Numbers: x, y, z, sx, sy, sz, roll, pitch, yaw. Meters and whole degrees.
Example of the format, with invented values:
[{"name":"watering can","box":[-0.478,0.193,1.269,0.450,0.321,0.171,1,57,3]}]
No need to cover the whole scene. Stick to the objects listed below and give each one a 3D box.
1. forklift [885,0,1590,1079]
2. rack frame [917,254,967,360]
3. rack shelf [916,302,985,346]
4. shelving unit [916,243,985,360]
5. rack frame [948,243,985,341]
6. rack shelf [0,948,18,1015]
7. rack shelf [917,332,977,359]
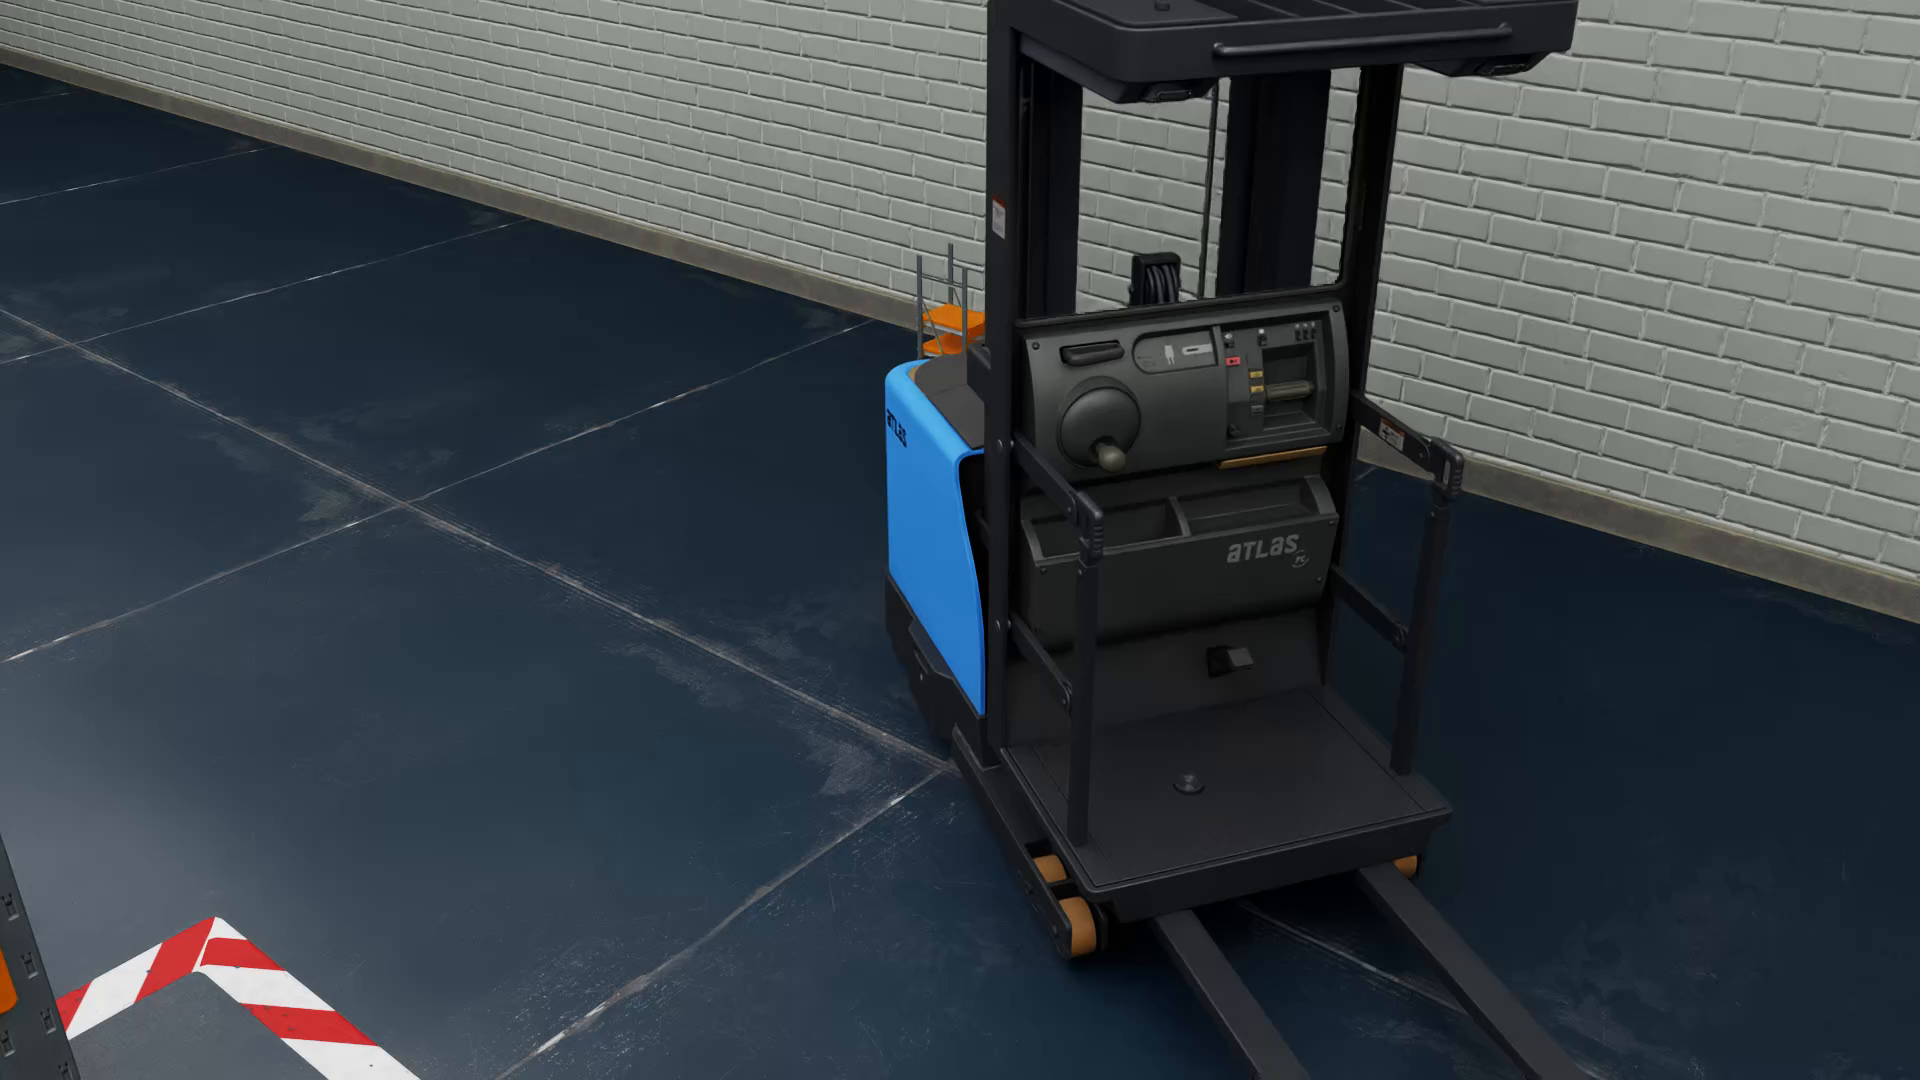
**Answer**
[{"name":"forklift","box":[0.691,-0.372,4.278,1.130,2.935,3.031,-9,29,-17]},{"name":"rack frame","box":[-0.067,-0.495,6.402,0.240,1.200,0.006,21,34,34]},{"name":"rack shelf","box":[-0.009,-0.808,6.319,0.258,0.103,0.180,21,34,34]},{"name":"shelving unit","box":[-0.009,-0.528,6.464,0.258,1.200,0.189,21,34,34]},{"name":"rack frame","box":[0.049,-0.560,6.527,0.240,1.200,0.006,21,34,34]},{"name":"rack shelf","box":[-3.383,1.242,1.867,1.077,0.370,4.000,21,34,34]},{"name":"rack shelf","box":[-0.009,-0.701,6.375,0.258,0.103,0.180,21,34,34]}]
